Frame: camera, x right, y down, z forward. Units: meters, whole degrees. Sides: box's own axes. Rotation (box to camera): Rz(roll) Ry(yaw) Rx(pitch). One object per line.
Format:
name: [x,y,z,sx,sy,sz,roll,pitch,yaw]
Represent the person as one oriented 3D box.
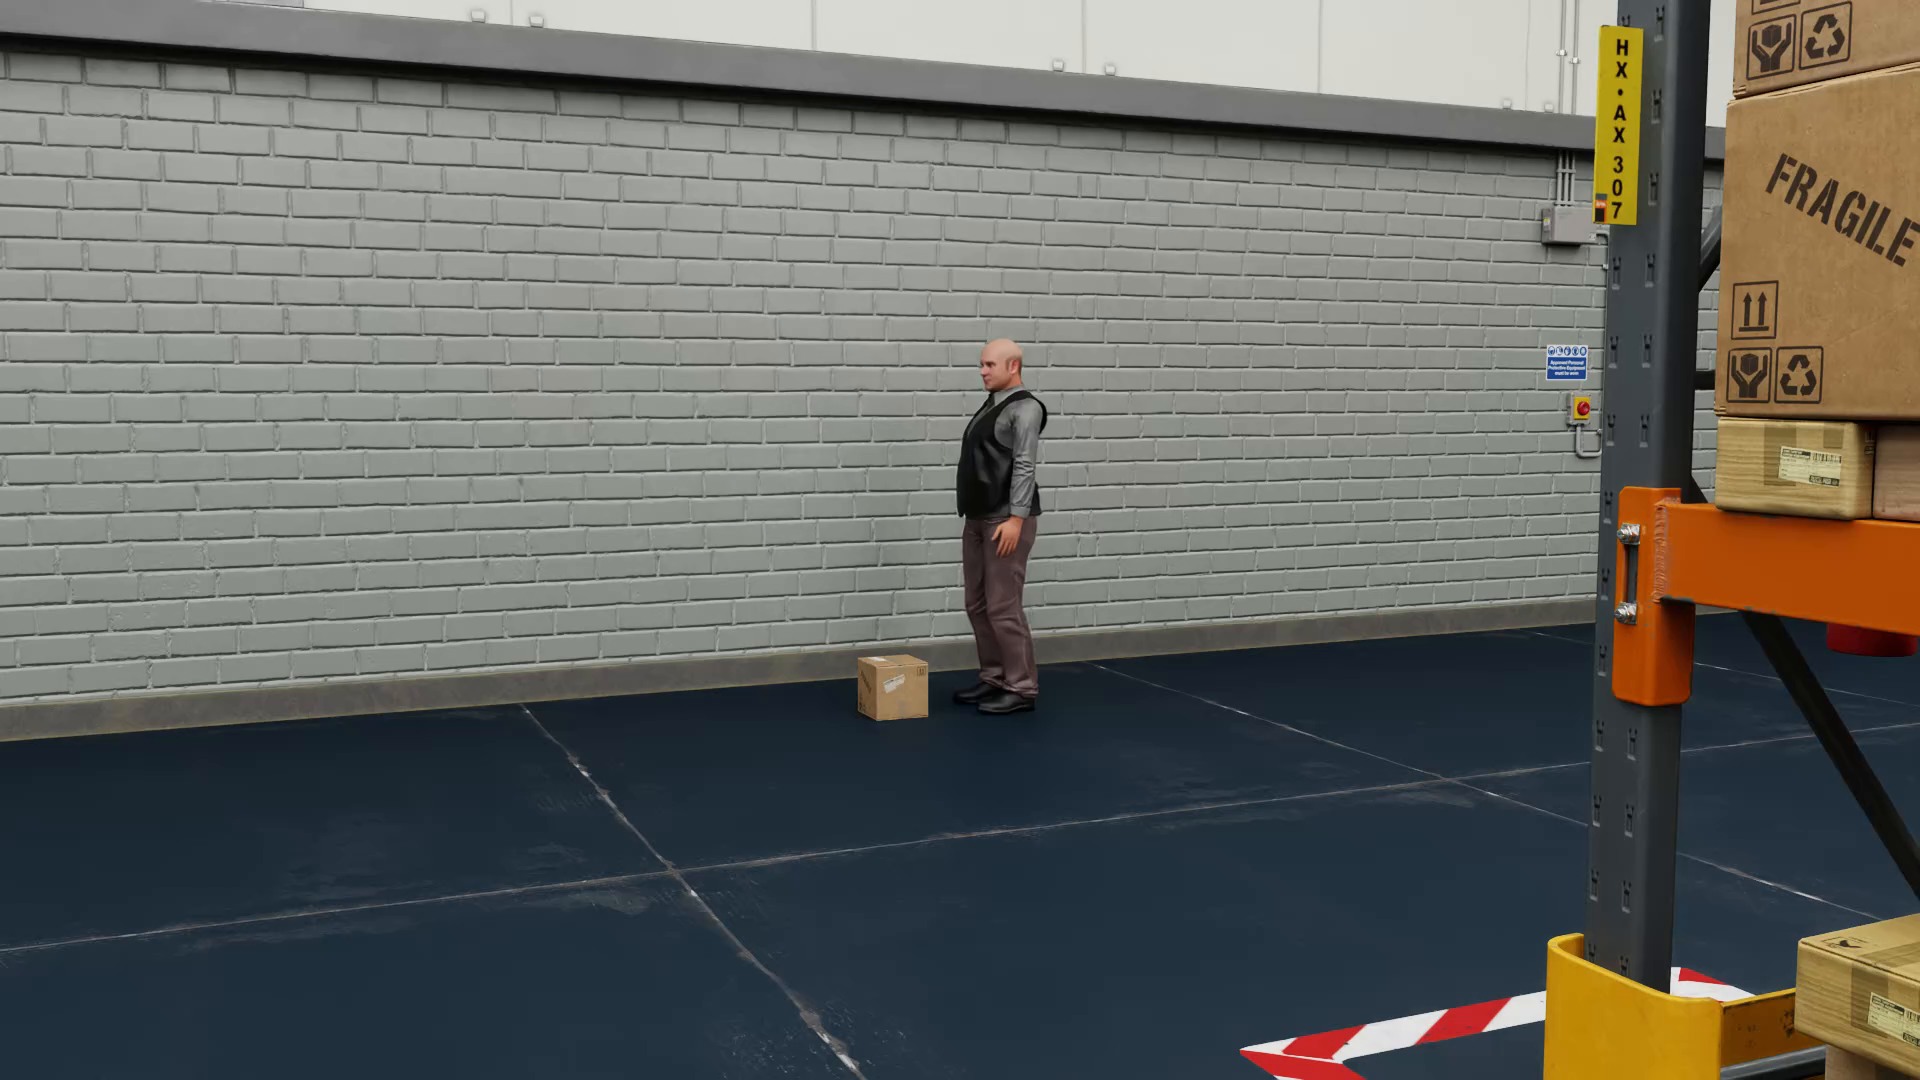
person: [0.183,-0.071,7.688,0.359,1.714,0.533,-2,6,-23]
